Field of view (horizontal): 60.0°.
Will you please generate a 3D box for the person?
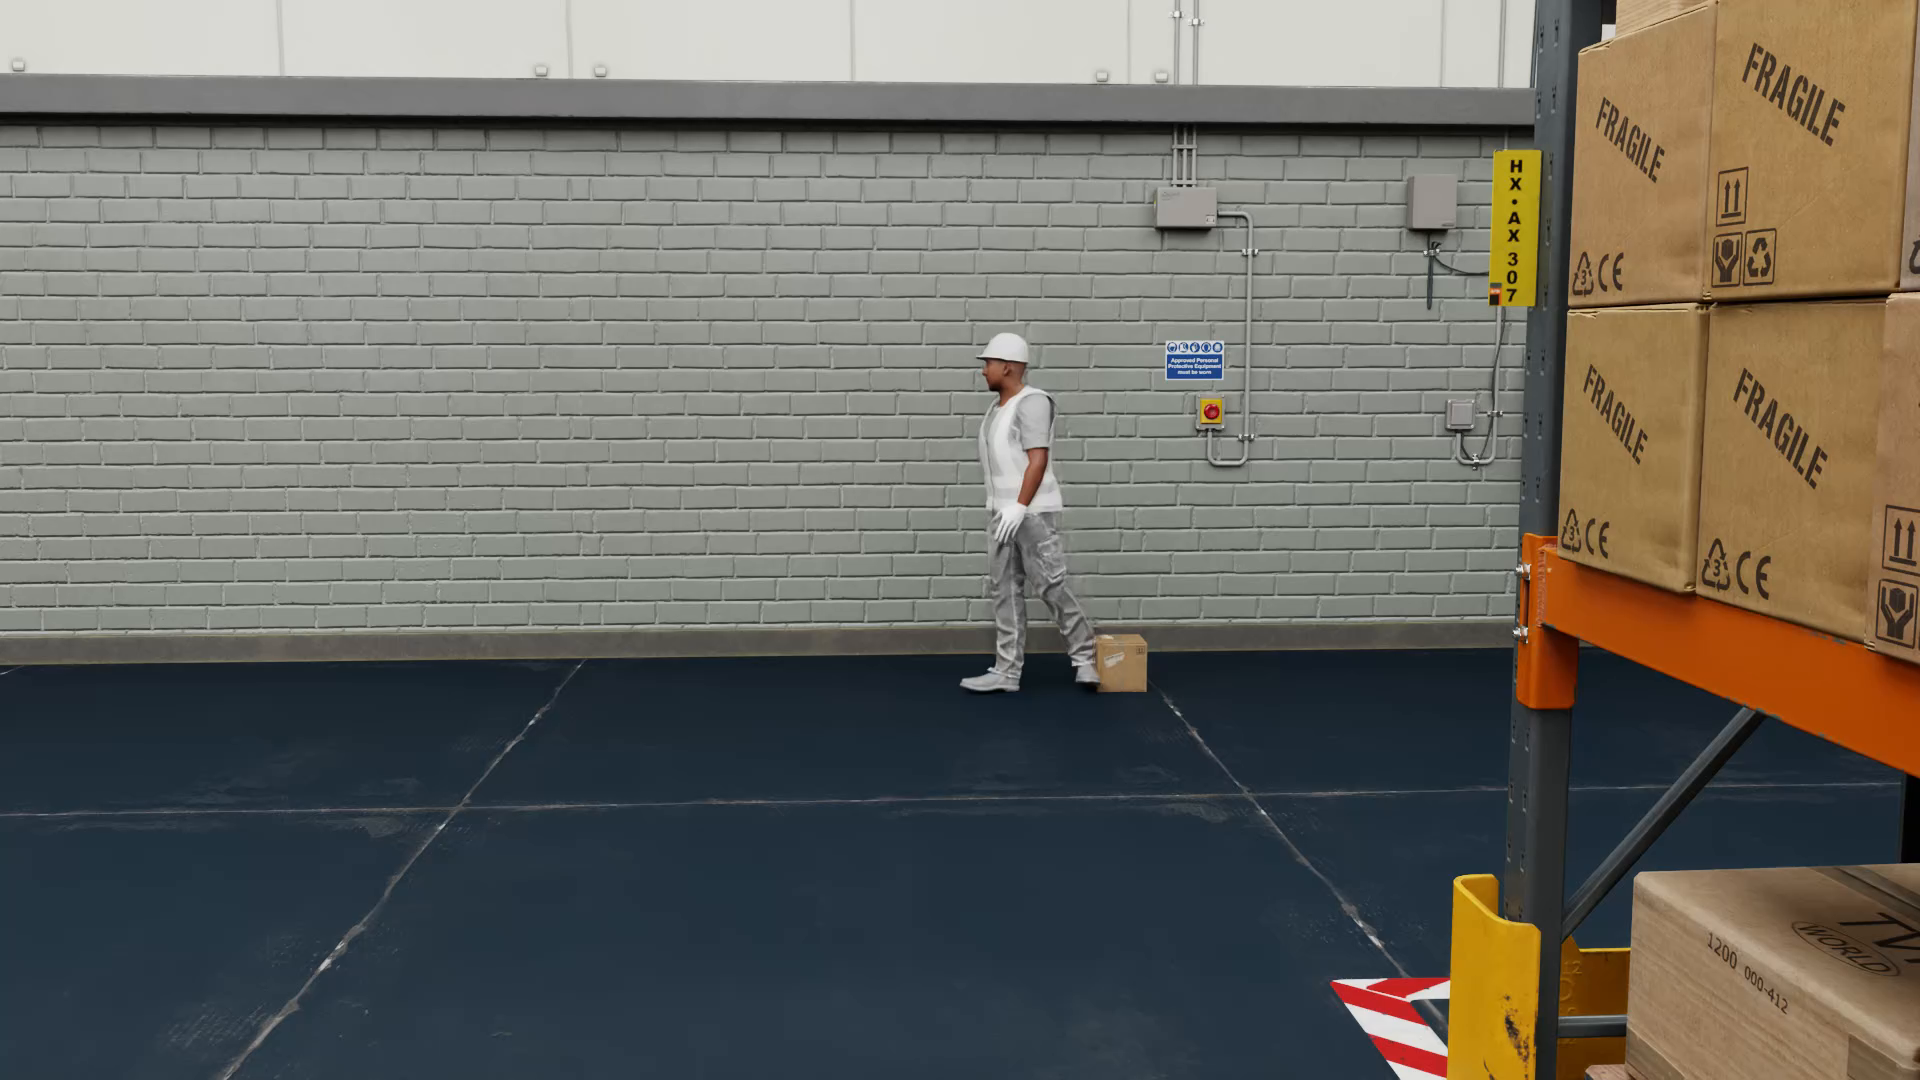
[{"bbox_3d":[0.353,-0.129,8.250,0.701,1.784,0.571,-3,7,-25],"label":"person"}]
